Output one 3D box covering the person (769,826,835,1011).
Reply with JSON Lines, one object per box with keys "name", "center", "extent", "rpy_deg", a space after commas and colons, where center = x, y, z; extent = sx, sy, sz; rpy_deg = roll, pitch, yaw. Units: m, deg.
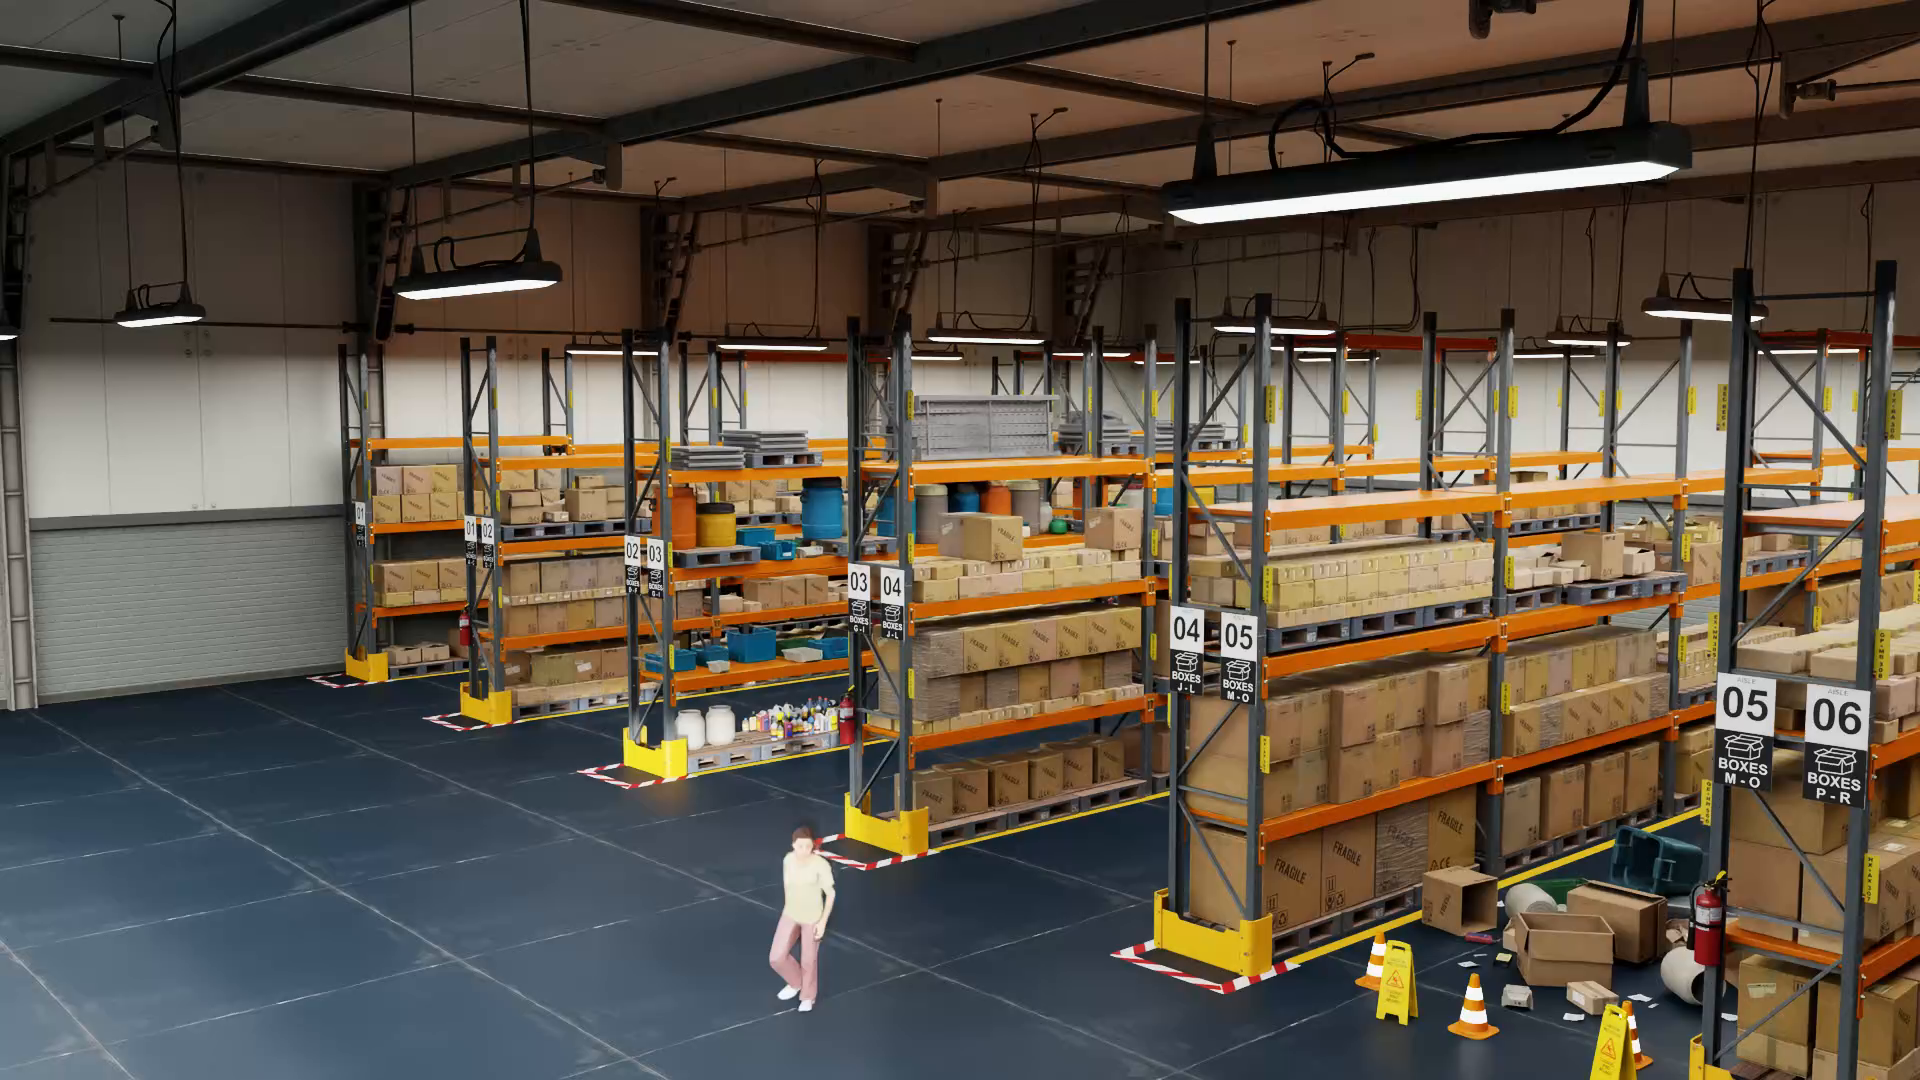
{"name": "person", "center": [-1.273, 3.126, 13.728], "extent": [0.569, 1.628, 0.588], "rpy_deg": [1, 5, 16]}
